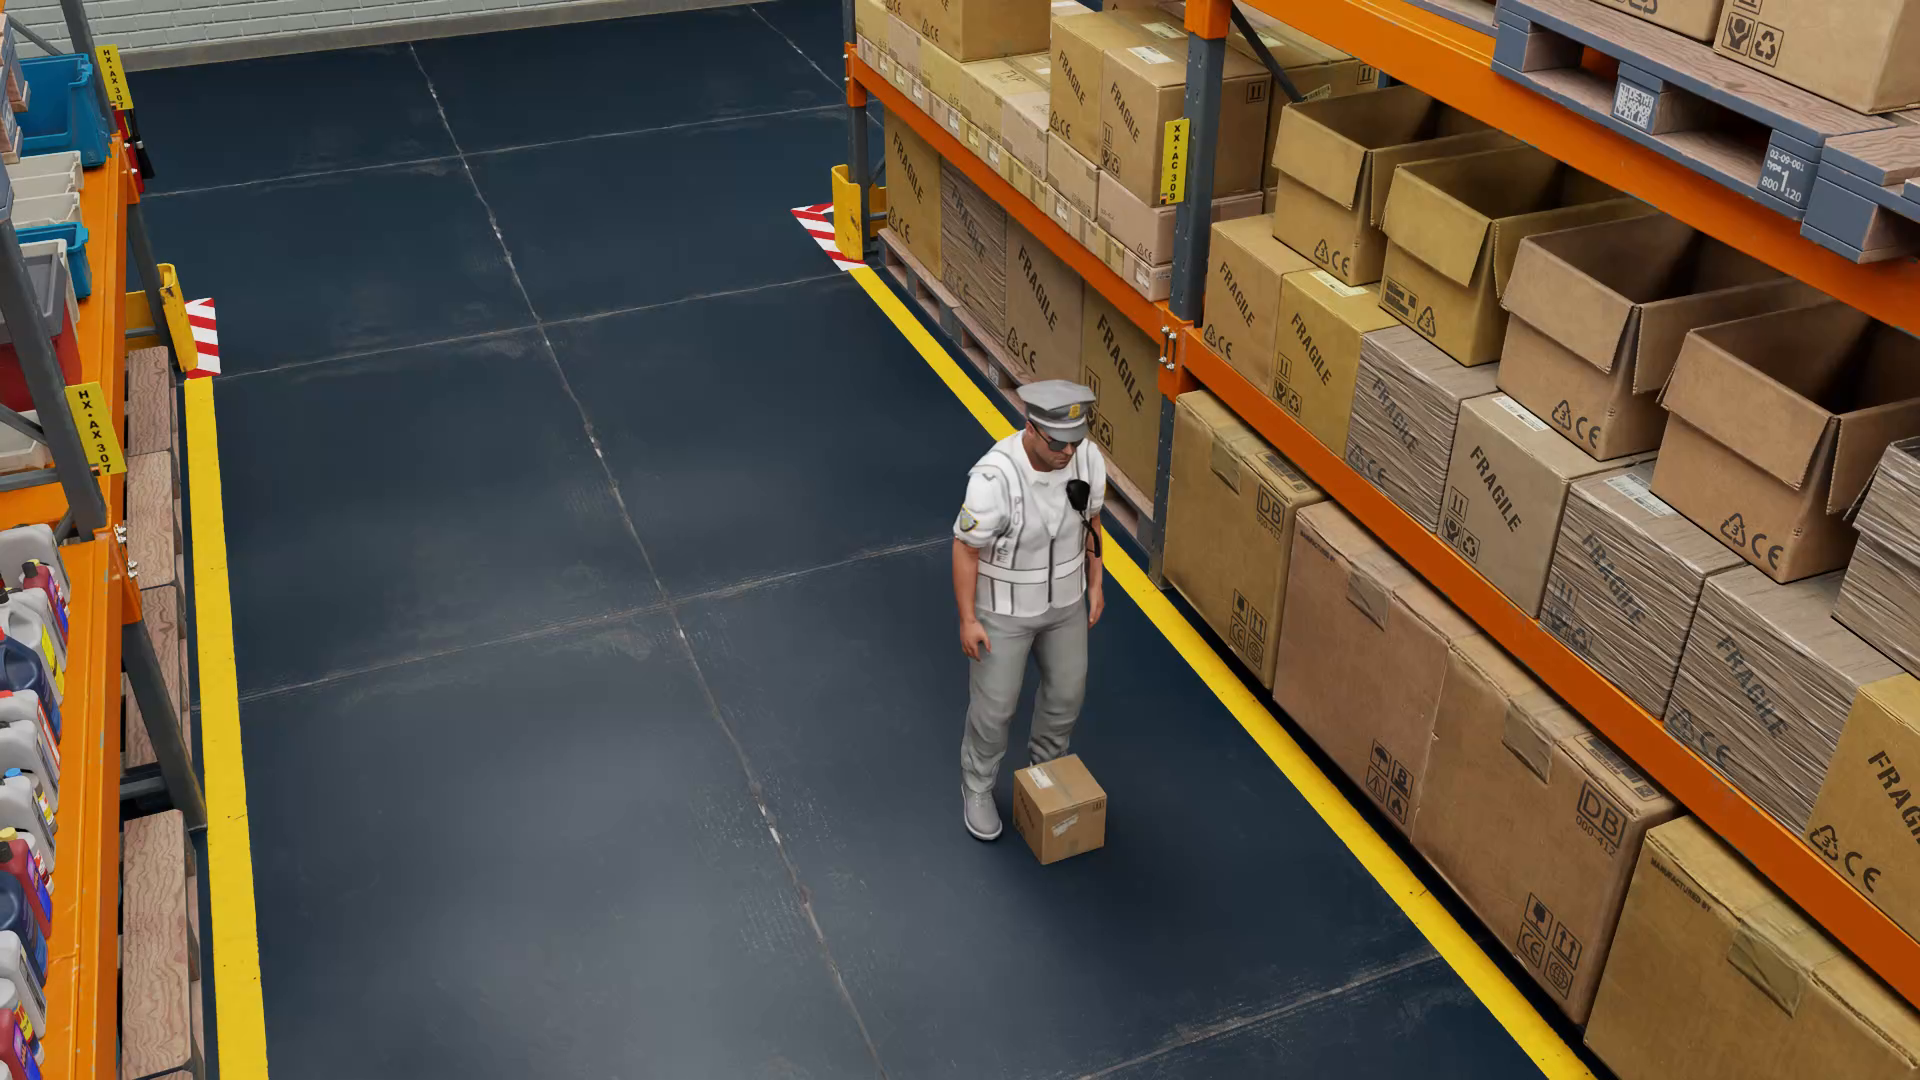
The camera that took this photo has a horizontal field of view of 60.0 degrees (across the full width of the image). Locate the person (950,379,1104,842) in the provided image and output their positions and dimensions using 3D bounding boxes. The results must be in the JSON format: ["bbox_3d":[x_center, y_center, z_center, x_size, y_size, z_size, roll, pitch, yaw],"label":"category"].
[{"bbox_3d":[0.233,0.210,5.813,0.599,1.747,0.439,-15,36,-22],"label":"person"}]
